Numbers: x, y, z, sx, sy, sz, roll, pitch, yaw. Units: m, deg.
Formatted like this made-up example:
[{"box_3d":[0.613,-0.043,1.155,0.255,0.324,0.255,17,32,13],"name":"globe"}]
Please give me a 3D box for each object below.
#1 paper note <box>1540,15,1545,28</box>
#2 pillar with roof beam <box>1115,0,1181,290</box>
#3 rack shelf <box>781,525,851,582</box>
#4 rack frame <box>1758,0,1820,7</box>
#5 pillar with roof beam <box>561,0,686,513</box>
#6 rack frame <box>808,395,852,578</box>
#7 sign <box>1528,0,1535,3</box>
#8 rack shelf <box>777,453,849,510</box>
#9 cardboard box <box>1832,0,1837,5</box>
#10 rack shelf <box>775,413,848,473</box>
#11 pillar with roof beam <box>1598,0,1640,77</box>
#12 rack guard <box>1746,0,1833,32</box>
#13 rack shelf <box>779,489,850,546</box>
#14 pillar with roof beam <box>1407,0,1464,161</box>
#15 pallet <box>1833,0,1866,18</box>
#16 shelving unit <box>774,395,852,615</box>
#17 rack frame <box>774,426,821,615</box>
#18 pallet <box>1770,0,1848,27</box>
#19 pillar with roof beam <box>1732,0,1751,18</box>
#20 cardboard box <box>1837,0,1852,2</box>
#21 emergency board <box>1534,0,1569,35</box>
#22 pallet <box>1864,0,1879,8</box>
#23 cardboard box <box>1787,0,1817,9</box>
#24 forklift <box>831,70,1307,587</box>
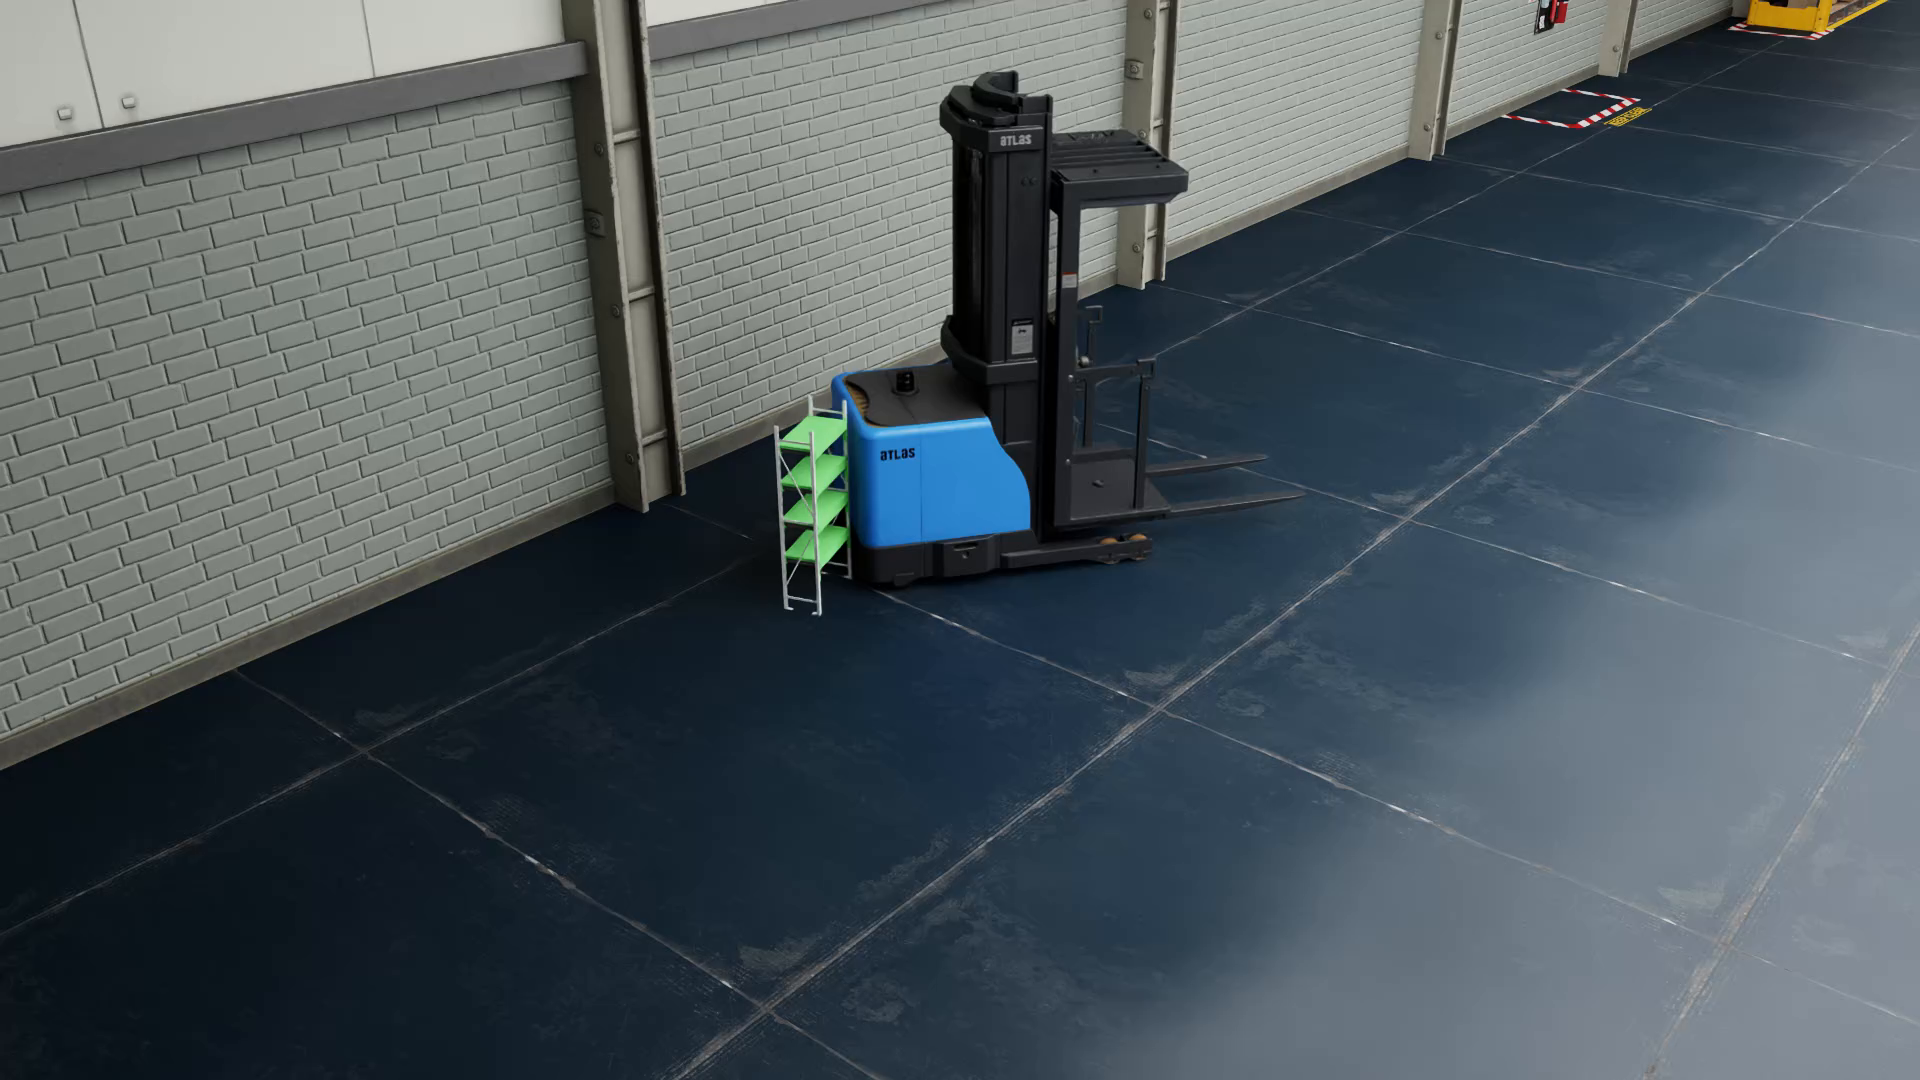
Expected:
[{"box_3d":[7.548,-6.713,21.552,0.016,0.148,0.142,21,34,34],"name":"paper note"},{"box_3d":[5.004,-5.163,11.069,9.100,9.000,0.400,21,34,34],"name":"pillar with roof beam"},{"box_3d":[-0.871,0.063,10.116,0.258,0.148,0.480,9,29,17],"name":"rack shelf"},{"box_3d":[13.353,-9.638,26.248,1.000,3.000,0.127,21,34,34],"name":"rack frame"},{"box_3d":[1.187,-3.036,6.957,9.100,9.000,0.400,21,34,34],"name":"pillar with roof beam"},{"box_3d":[-0.792,-0.313,10.181,0.240,1.200,0.015,9,29,17],"name":"rack frame"},{"box_3d":[7.282,-6.997,21.103,0.001,0.329,0.234,21,34,34],"name":"sign"},{"box_3d":[-0.871,-0.363,9.895,0.258,0.148,0.480,9,29,17],"name":"rack shelf"},{"box_3d":[14.226,-9.060,27.579,0.500,0.311,0.500,24,36,38],"name":"cardboard box"},{"box_3d":[-0.871,-0.576,9.785,0.258,0.148,0.480,9,29,17],"name":"rack shelf"},{"box_3d":[12.637,-9.418,19.294,9.100,9.000,0.400,21,34,34],"name":"pillar with roof beam"},{"box_3d":[13.402,-8.555,26.874,1.175,0.500,0.348,21,34,34],"name":"rack guard"},{"box_3d":[-0.871,-0.150,10.005,0.258,0.148,0.480,9,29,17],"name":"rack shelf"},{"box_3d":[8.820,-7.291,15.181,9.100,9.000,0.400,21,34,34],"name":"pillar with roof beam"},{"box_3d":[14.722,-9.135,28.310,1.003,0.211,1.213,21,34,34],"name":"pallet"},{"box_3d":[-0.871,-0.207,9.976,0.258,1.200,0.503,9,29,17],"name":"shelving unit"},{"box_3d":[-0.950,-0.101,9.771,0.240,1.200,0.015,9,29,17],"name":"rack frame"},{"box_3d":[13.946,-8.704,27.477,1.003,0.211,1.213,21,34,34],"name":"pallet"},{"box_3d":[16.453,-11.545,23.406,9.100,9.000,0.400,21,34,34],"name":"pillar with roof beam"},{"box_3d":[14.731,-9.390,28.010,0.700,0.500,0.500,18,33,31],"name":"cardboard box"},{"box_3d":[7.714,-7.147,21.432,0.194,1.169,0.643,21,34,34],"name":"emergency board"},{"box_3d":[15.498,-9.569,29.150,1.003,0.211,1.213,21,34,34],"name":"pallet"},{"box_3d":[13.863,-8.858,27.188,0.500,0.311,0.500,17,32,29],"name":"cardboard box"},{"box_3d":[0.742,-1.373,10.346,3.031,2.935,1.130,-7,28,-13],"name":"forklift"}]
